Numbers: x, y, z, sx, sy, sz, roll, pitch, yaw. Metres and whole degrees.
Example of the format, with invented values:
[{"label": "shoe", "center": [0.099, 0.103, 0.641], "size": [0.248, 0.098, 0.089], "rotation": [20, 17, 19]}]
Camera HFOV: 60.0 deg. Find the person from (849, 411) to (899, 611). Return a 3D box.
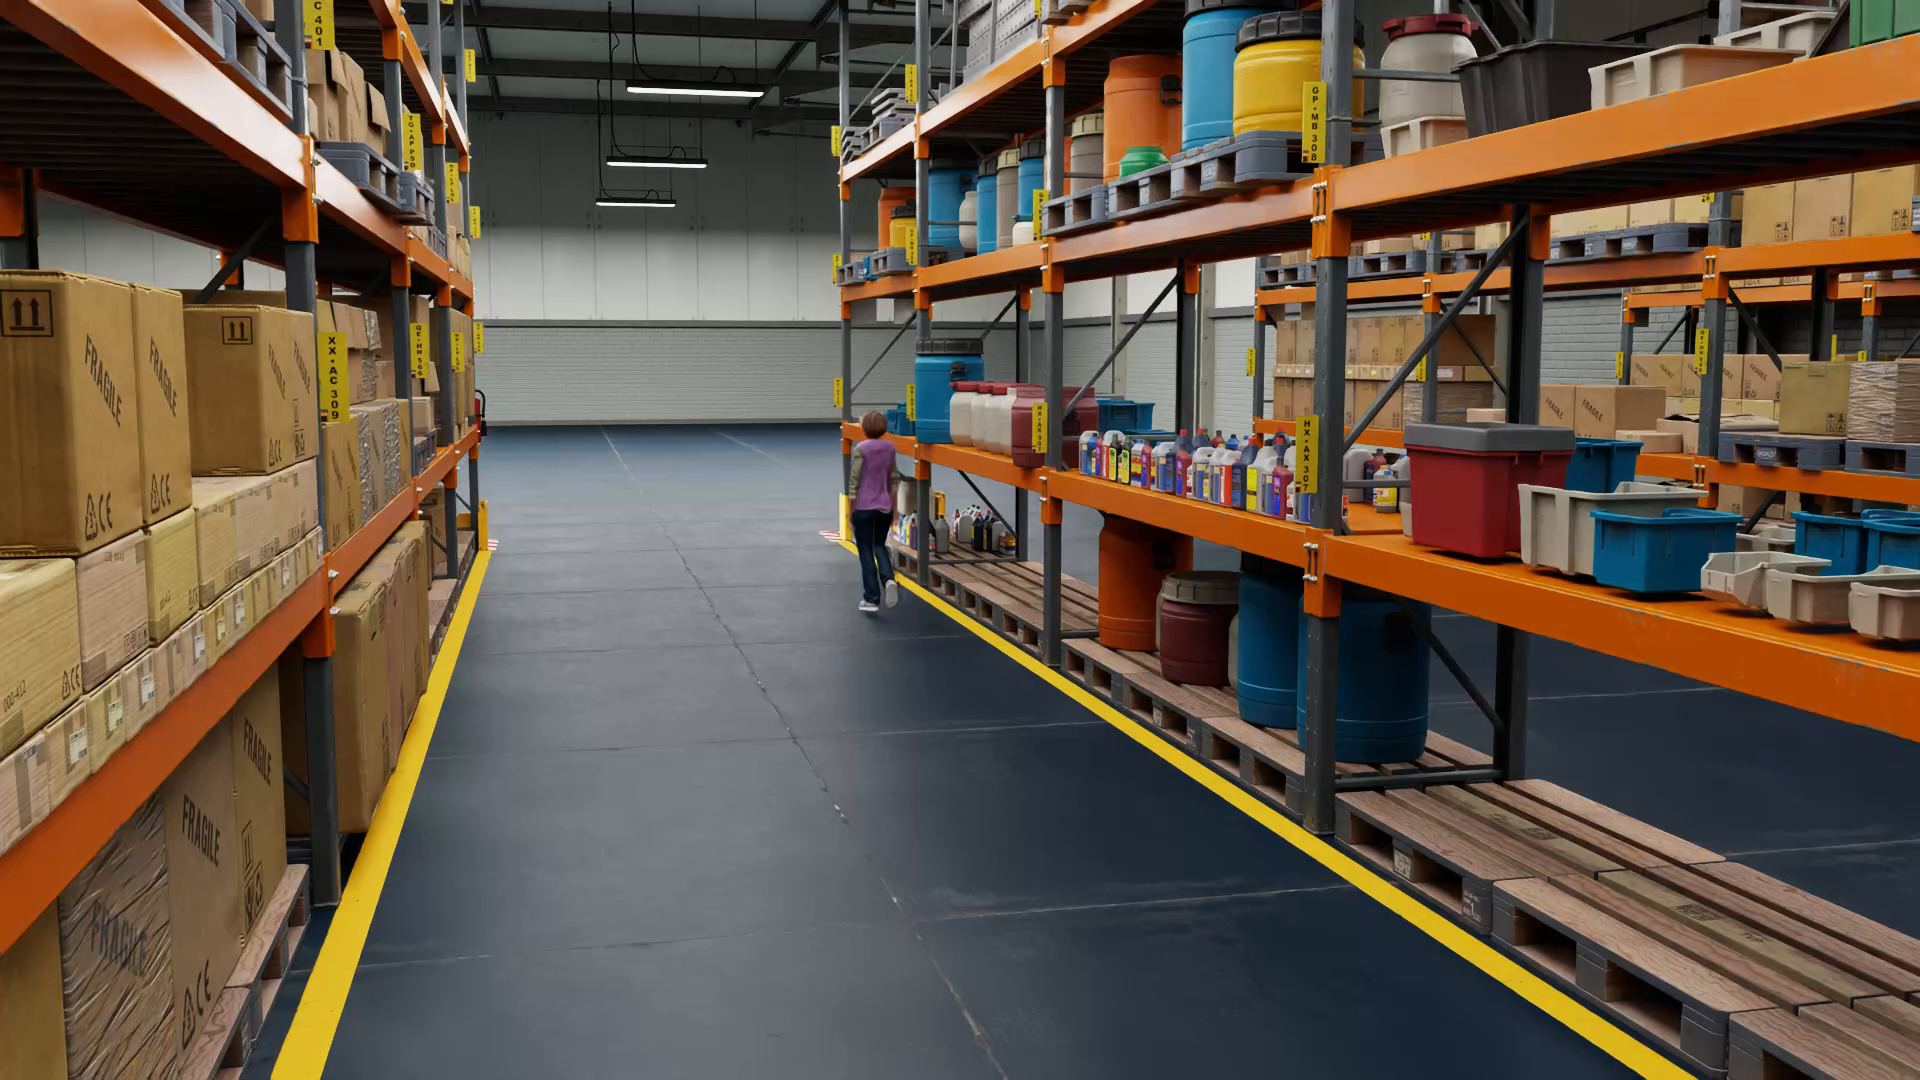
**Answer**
[{"label": "person", "center": [-0.698, -0.229, 13.193], "size": [0.434, 1.595, 0.427], "rotation": [-4, 7, -29]}]
